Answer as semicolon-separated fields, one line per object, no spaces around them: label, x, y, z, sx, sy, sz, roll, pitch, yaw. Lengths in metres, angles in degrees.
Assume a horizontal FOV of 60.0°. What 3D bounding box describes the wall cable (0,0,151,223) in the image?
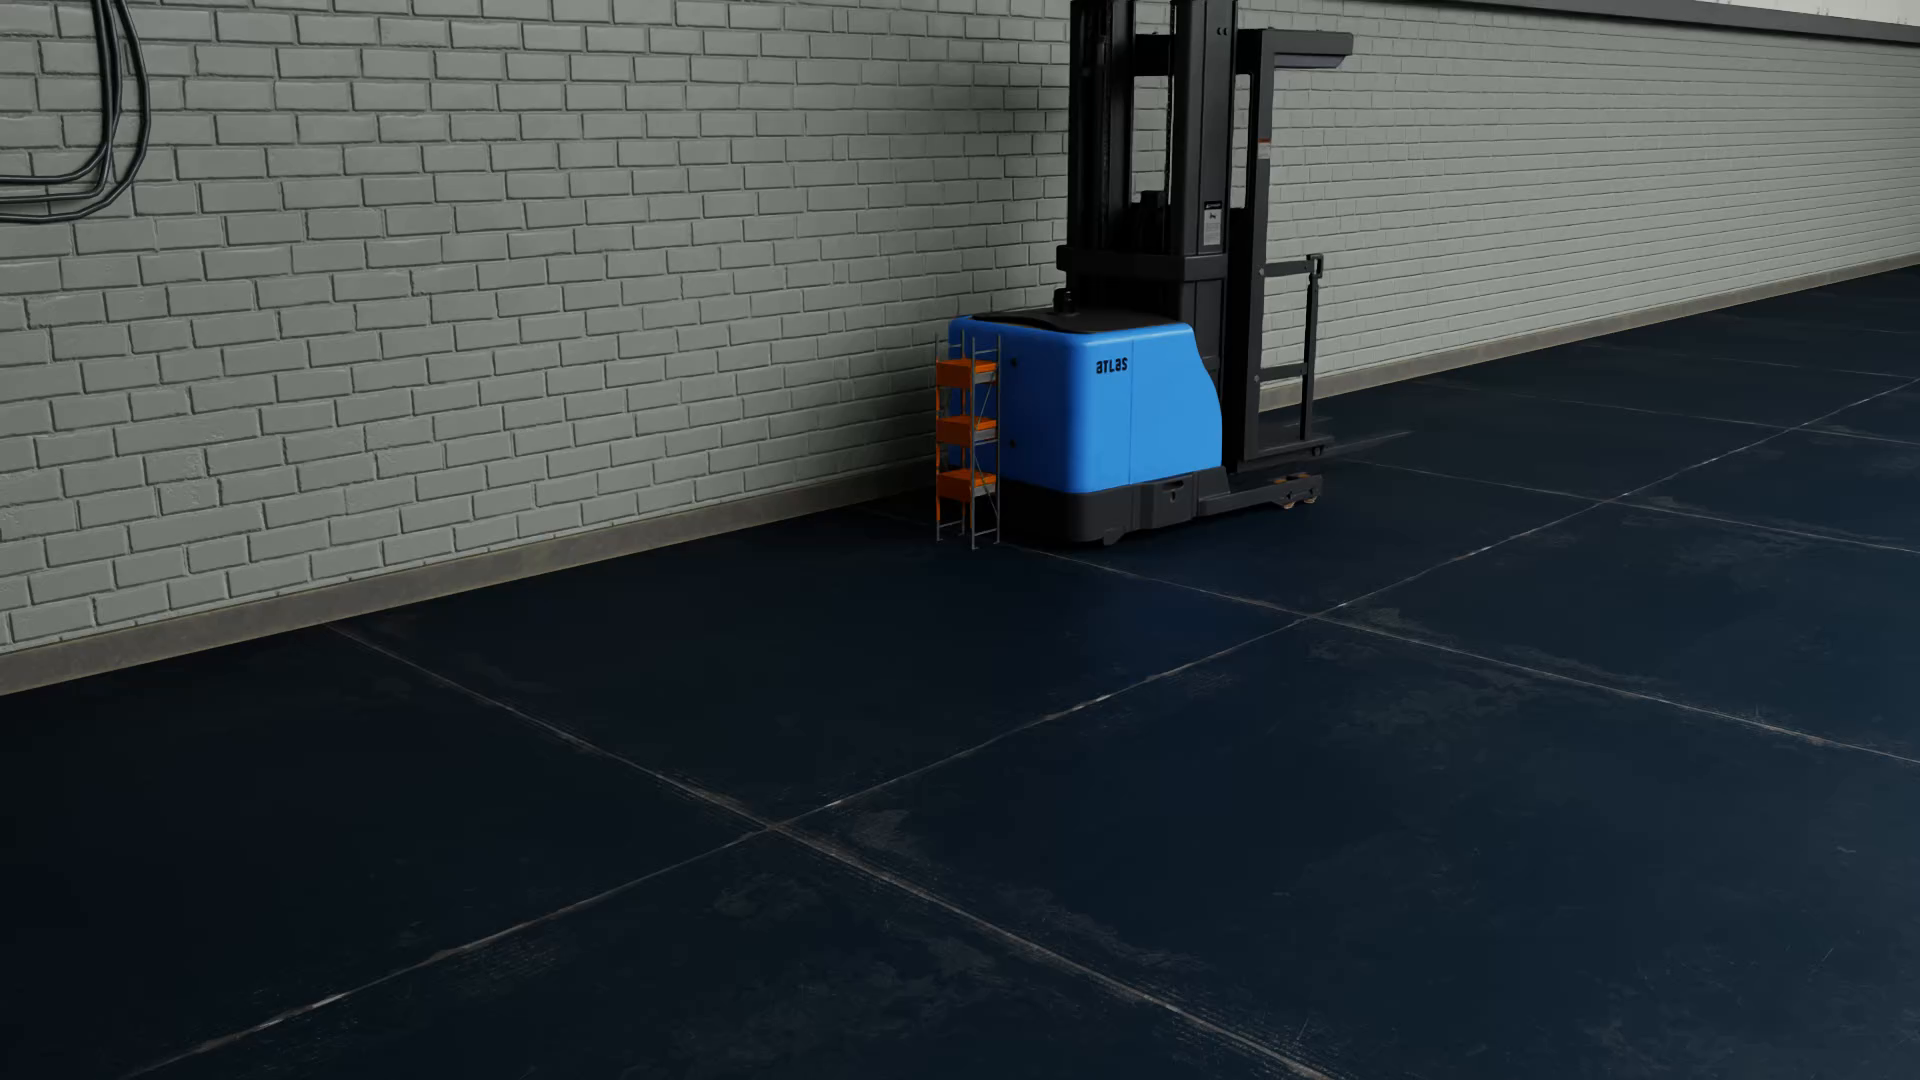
wall cable;-4.073;-2.130;4.910;0.112;2.526;3.097;14;20;42

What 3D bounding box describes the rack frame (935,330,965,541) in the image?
rack frame;-0.049;-0.520;8.336;0.008;1.050;0.200;14;20;42

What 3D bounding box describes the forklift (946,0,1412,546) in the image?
forklift;1.372;-1.675;9.038;3.031;2.935;1.130;-12;19;-39

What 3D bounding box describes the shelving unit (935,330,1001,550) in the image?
shelving unit;0.039;-0.499;8.254;0.252;1.050;0.215;14;20;42

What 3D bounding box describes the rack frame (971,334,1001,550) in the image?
rack frame;0.126;-0.477;8.172;0.008;1.050;0.200;14;20;42

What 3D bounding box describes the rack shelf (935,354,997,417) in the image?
rack shelf;0.039;-0.763;8.185;0.240;0.259;0.215;14;20;42

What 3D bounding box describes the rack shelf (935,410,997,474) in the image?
rack shelf;0.039;-0.488;8.257;0.240;0.259;0.215;14;20;42

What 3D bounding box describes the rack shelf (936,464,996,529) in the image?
rack shelf;0.039;-0.219;8.327;0.240;0.259;0.215;14;20;42
